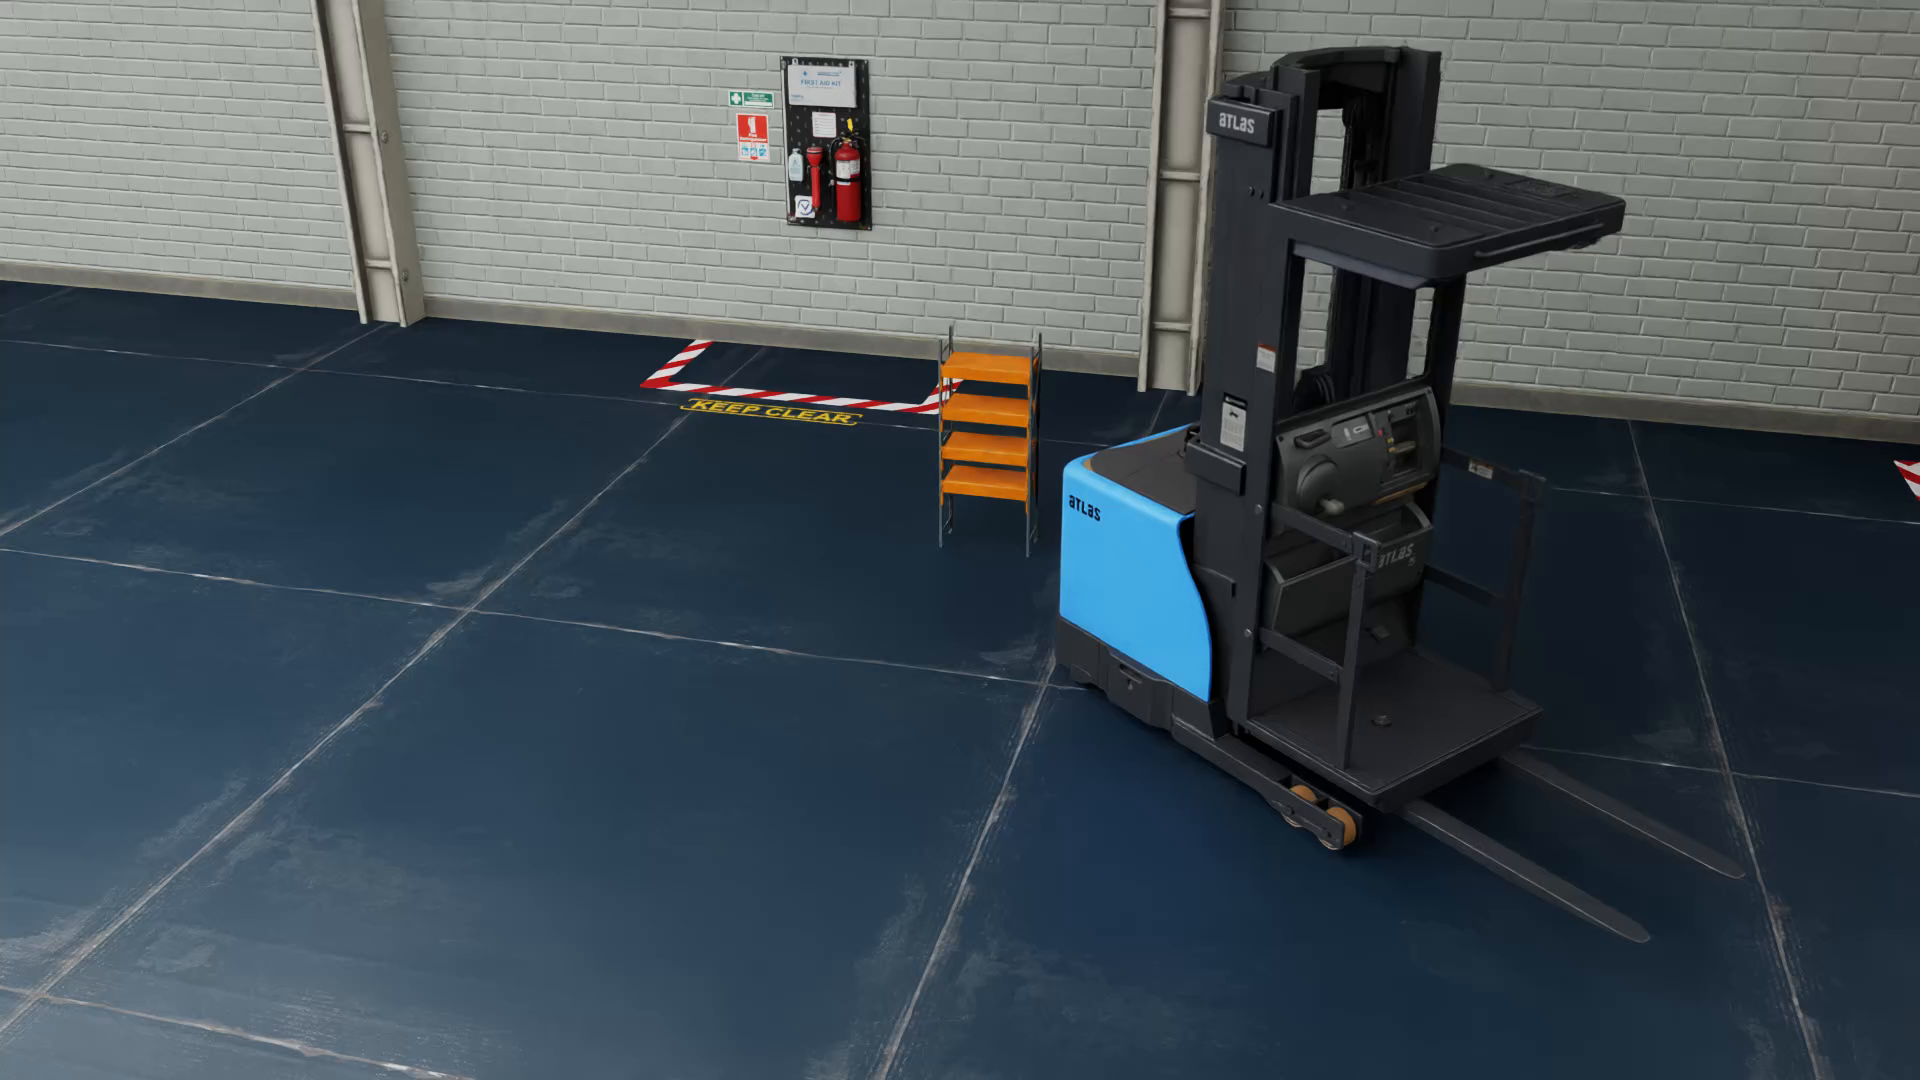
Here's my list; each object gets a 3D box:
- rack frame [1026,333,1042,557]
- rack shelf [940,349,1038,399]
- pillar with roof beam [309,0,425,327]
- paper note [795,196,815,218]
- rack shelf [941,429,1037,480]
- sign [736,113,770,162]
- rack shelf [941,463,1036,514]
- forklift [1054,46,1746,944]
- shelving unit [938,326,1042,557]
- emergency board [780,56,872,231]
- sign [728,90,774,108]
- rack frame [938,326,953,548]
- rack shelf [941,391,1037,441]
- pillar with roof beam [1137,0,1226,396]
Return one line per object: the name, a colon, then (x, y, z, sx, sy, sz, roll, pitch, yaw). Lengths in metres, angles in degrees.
rack frame: (0.397, -0.498, 8.900, 0.015, 1.200, 0.240, 6, 26, 13)
rack shelf: (0.160, -0.879, 8.786, 0.480, 0.148, 0.258, 6, 26, 13)
pillar with roof beam: (-5.438, -3.976, 7.132, 0.400, 9.000, 9.100, 6, 26, 13)
paper note: (-1.093, -2.347, 11.715, 0.142, 0.148, 0.016, 6, 26, 13)
rack shelf: (0.160, -0.463, 8.984, 0.480, 0.148, 0.258, 6, 26, 13)
sign: (-1.448, -2.815, 11.633, 0.234, 0.329, 0.001, 6, 26, 13)
rack shelf: (0.160, -0.284, 9.069, 0.480, 0.148, 0.258, 6, 26, 13)
forklift: (1.733, -0.325, 6.524, 1.130, 2.935, 3.031, -18, 31, -33)
shelving unit: (0.160, -0.524, 8.955, 0.503, 1.200, 0.258, 6, 26, 13)
emergency board: (-0.938, -2.697, 11.426, 0.643, 1.169, 0.194, 6, 26, 13)
sign: (-1.446, -3.051, 11.510, 0.331, 0.109, 0.001, 6, 26, 13)
rack frame: (-0.076, -0.550, 9.010, 0.015, 1.200, 0.240, 6, 26, 13)
rack shelf: (0.160, -0.665, 8.888, 0.480, 0.148, 0.258, 6, 26, 13)
pillar with roof beam: (0.373, -3.333, 5.783, 0.400, 9.000, 9.100, 6, 26, 13)
